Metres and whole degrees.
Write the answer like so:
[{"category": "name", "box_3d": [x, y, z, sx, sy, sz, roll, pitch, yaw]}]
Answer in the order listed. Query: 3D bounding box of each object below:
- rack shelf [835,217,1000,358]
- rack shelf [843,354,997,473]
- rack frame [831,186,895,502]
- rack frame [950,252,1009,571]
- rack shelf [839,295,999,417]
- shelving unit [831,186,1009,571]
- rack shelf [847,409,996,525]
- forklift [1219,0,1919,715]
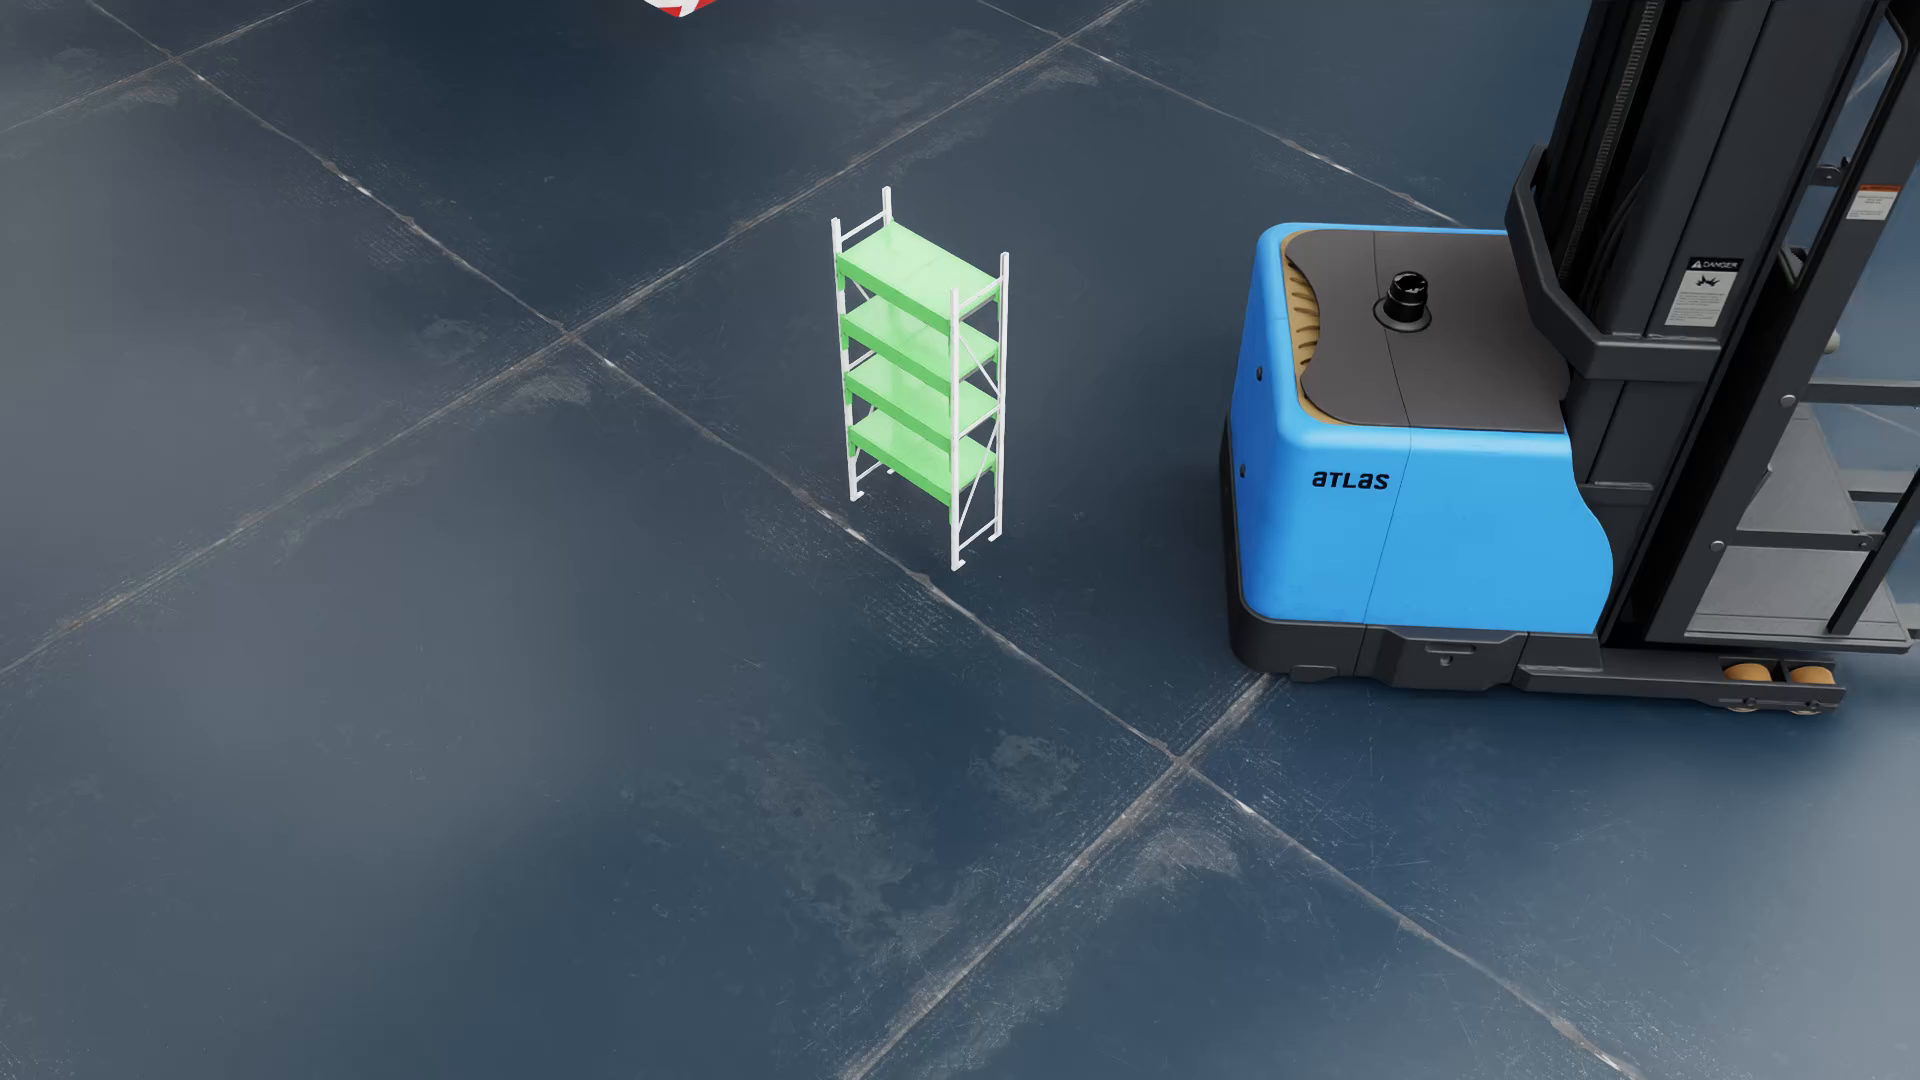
[{"category": "rack shelf", "box_3d": [-0.122, -0.777, 5.086, 0.480, 0.148, 0.258, 34, 55, 28]}, {"category": "rack shelf", "box_3d": [-0.122, -0.449, 5.436, 0.480, 0.148, 0.258, 34, 55, 28]}, {"category": "rack frame", "box_3d": [-0.301, -0.613, 5.503, 0.015, 1.200, 0.240, 34, 55, 28]}, {"category": "rack frame", "box_3d": [0.058, -0.372, 5.276, 0.015, 1.200, 0.240, 34, 55, 28]}, {"category": "rack shelf", "box_3d": [-0.122, -0.613, 5.261, 0.480, 0.148, 0.258, 34, 55, 28]}, {"category": "shelving unit", "box_3d": [-0.122, -0.493, 5.389, 0.503, 1.200, 0.258, 34, 55, 28]}, {"category": "rack shelf", "box_3d": [-0.122, -0.285, 5.611, 0.480, 0.148, 0.258, 34, 55, 28]}, {"category": "forklift", "box_3d": [2.405, -0.856, 4.543, 3.031, 2.935, 1.130, 3, 47, 2]}]
